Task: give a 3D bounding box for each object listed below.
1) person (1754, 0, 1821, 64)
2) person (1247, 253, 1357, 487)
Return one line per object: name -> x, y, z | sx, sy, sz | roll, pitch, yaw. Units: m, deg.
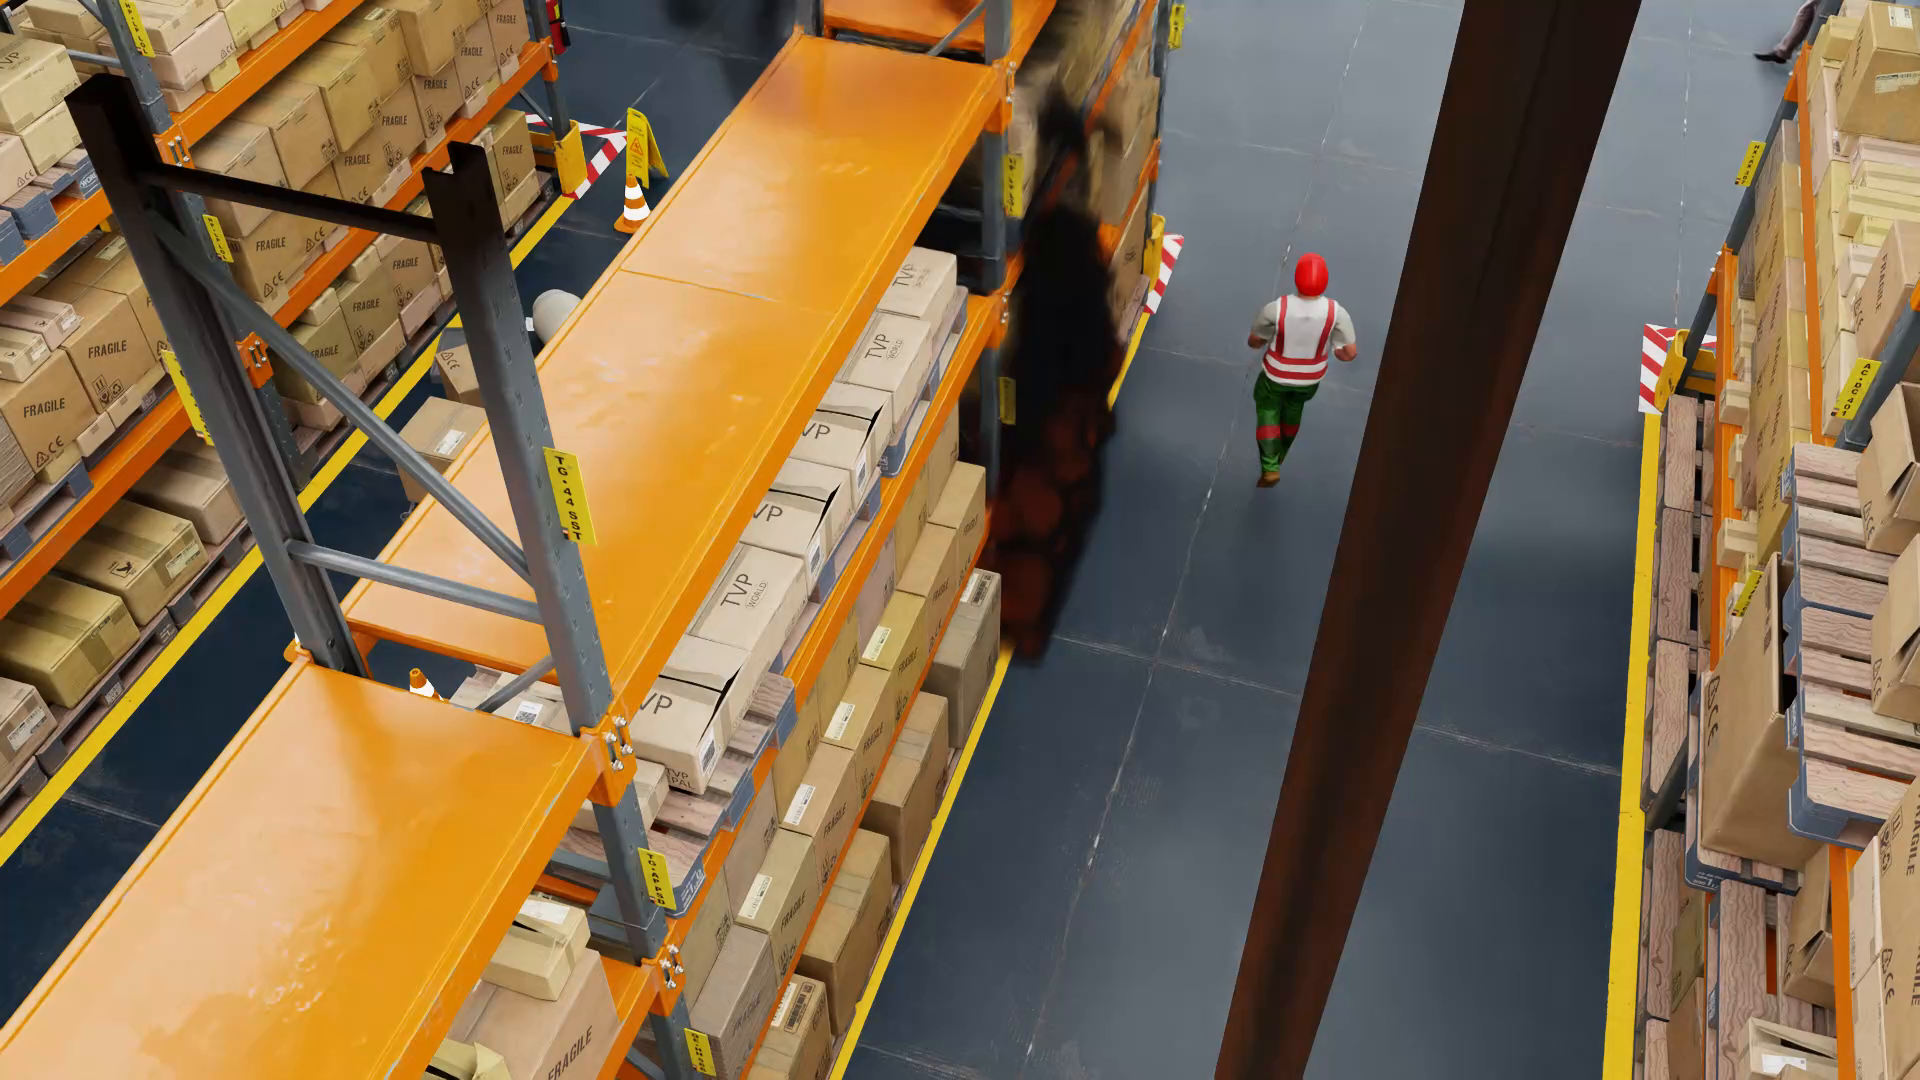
person -> 7.717, -4.854, 14.641 | 0.968, 1.709, 0.654 | 33, 54, 28
person -> 2.129, -1.078, 10.559 | 0.652, 1.761, 0.710 | 4, 46, 4
